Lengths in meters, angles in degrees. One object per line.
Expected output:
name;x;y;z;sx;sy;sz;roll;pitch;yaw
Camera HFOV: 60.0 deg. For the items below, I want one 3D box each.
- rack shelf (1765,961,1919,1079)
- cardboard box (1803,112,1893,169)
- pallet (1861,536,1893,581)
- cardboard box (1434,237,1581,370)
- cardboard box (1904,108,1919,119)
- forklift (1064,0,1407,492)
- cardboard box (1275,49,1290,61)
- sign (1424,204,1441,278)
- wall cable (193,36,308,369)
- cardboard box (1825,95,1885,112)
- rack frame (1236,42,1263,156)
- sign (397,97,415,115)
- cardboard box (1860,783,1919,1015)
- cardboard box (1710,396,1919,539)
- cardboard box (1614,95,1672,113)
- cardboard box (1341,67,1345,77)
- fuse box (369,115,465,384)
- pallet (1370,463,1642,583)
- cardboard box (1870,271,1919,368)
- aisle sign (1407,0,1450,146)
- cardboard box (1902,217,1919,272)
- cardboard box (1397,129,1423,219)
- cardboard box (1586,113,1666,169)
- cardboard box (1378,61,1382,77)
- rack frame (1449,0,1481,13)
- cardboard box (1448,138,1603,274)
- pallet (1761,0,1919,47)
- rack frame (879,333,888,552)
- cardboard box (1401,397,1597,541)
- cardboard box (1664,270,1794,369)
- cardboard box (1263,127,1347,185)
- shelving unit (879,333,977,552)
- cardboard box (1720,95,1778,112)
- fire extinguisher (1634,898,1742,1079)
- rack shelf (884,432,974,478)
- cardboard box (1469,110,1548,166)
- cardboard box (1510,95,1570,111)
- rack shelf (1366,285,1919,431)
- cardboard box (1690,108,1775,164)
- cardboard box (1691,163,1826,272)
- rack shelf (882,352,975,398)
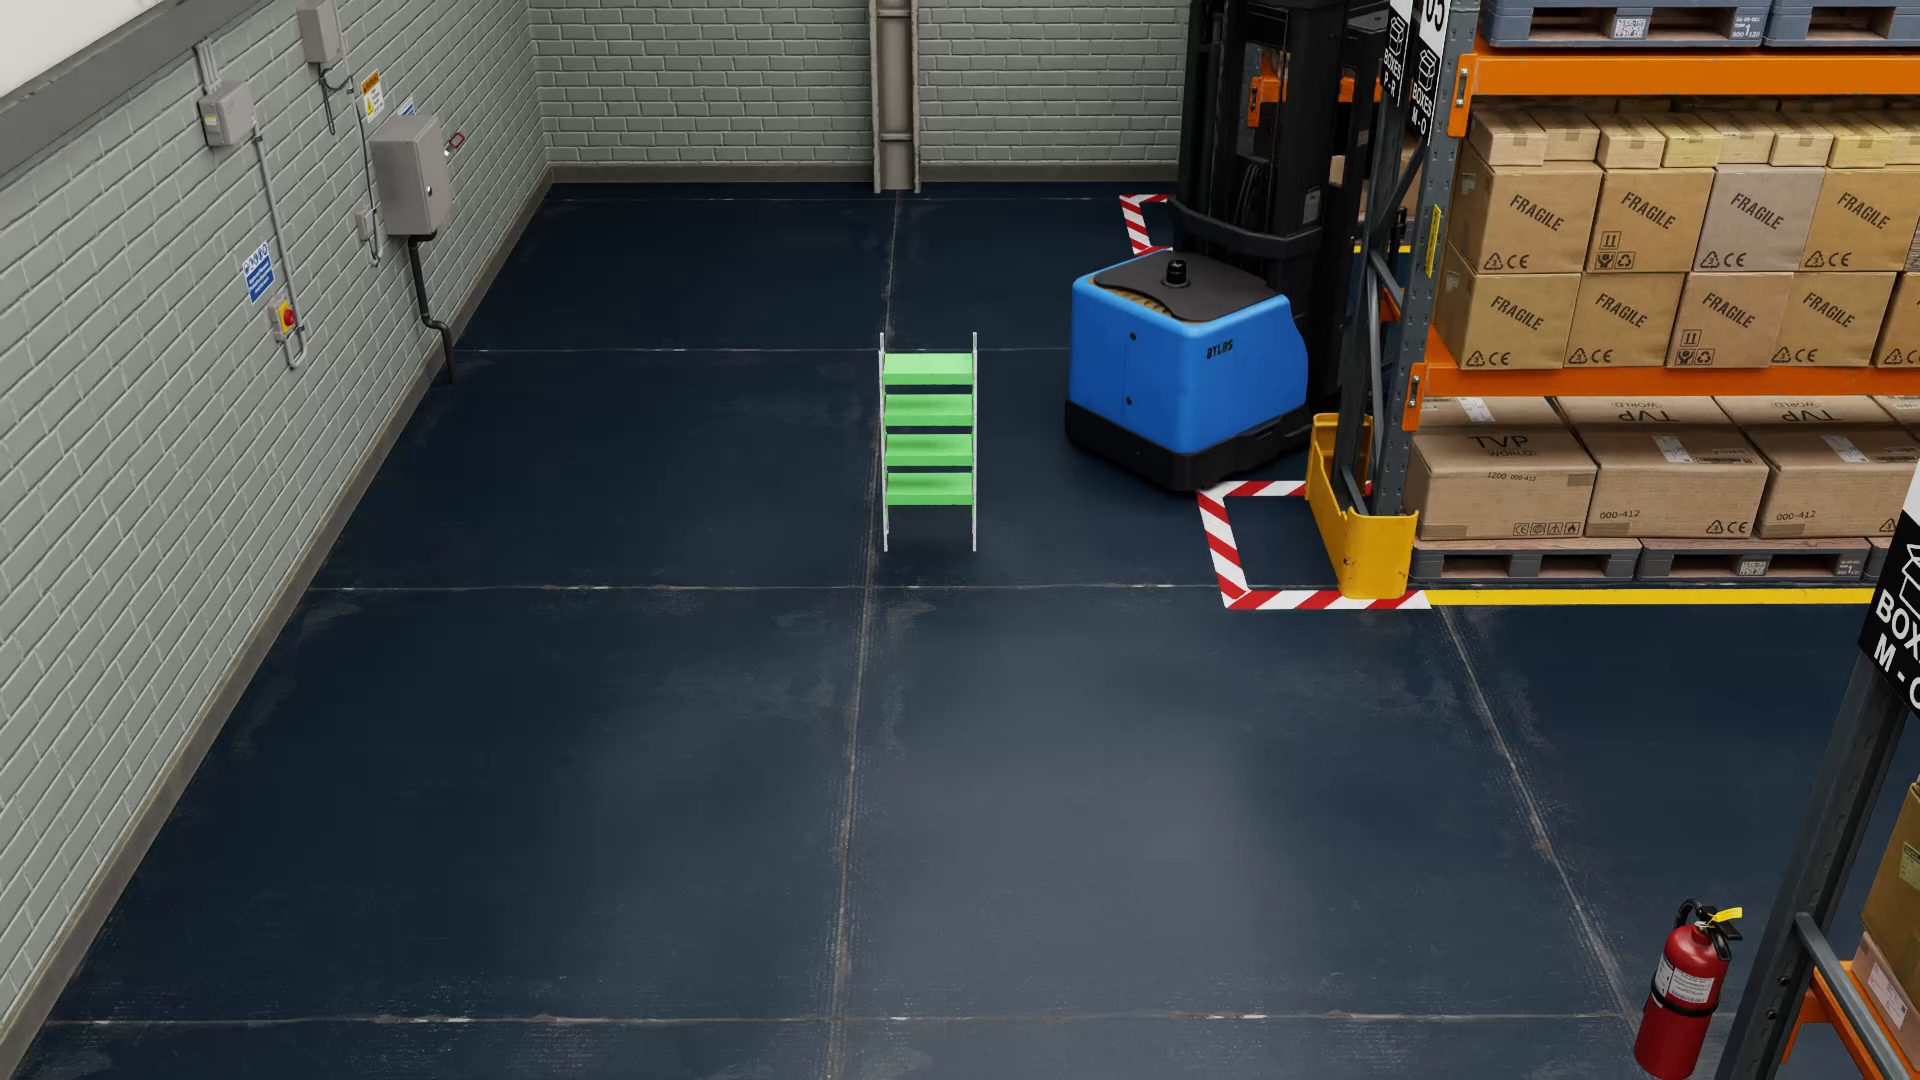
rack shelf;4.332;1.595;4.424;4.000;0.370;1.077;0;31;0
cardboard box;4.109;-1.862;7.742;0.250;0.149;0.380;-1;31;-1
pallet;5.440;-0.133;9.265;1.213;0.211;1.003;0;31;0
cardboard box;2.683;-1.169;8.189;0.500;0.500;0.500;0;31;-1
cardboard box;4.616;-1.897;7.799;0.250;0.149;0.380;-1;31;-1
forklift;2.090;-2.162;9.987;3.031;2.935;1.130;-24;39;-34
cardboard box;2.623;-3.773;12.435;0.500;0.250;0.500;0;31;0
sign;2.199;-1.390;7.739;0.005;0.325;0.100;0;31;0
wall cable;-3.437;-1.692;8.137;0.123;1.953;0.585;0;31;0
cardboard box;4.361;-2.173;8.254;0.250;0.149;0.380;0;31;0
rack frame;2.167;-3.849;12.702;0.127;3.000;1.000;0;31;0
sign;-3.514;-2.549;10.652;0.001;0.494;0.329;0;31;0
cardboard box;2.780;0.988;4.346;0.500;0.500;0.500;0;31;1
cardboard box;4.677;-0.421;9.118;0.875;0.438;0.875;-1;31;-2
cardboard box;3.322;-2.164;8.239;0.250;0.149;0.380;1;31;1
cardboard box;2.752;-3.625;12.575;0.250;0.149;0.380;1;31;1
fuse box;-3.304;-1.784;10.540;0.414;1.711;0.539;0;31;0
pallet;3.000;-0.125;9.252;1.213;0.211;1.003;0;31;0
cardboard box;4.722;-1.182;8.209;0.500;0.500;0.500;-1;31;-1
aisle sign;2.131;-2.235;7.535;0.004;0.787;0.394;0;31;0
cardboard box;4.714;-1.608;7.949;0.500;0.500;0.500;0;31;0
cardboard box;3.635;-2.895;13.134;0.500;0.500;0.700;1;31;2
cardboard box;3.080;-1.858;7.735;0.250;0.149;0.380;1;31;1
cardboard box;3.268;-3.613;12.555;0.250;0.149;0.380;1;31;1
rack frame;2.201;-3.839;6.902;0.127;3.000;1.000;0;31;0
cardboard box;2.683;-1.598;7.932;0.500;0.500;0.500;-1;31;-1
pallet;4.166;-2.532;7.725;1.213;0.211;1.003;0;31;0
rack frame;-0.410;-0.512;8.937;0.015;1.200;0.240;0;31;0
cardboard box;2.861;-0.412;9.103;0.875;0.438;0.875;-1;31;-2
cardboard box;3.697;-1.178;8.203;0.500;0.500;0.500;0;31;-1
cardboard box;2.780;-2.914;13.162;0.637;0.503;0.797;-1;31;-2
shelving unit;-0.166;-0.512;8.938;0.503;1.200;0.258;0;31;0
cardboard box;3.835;-2.159;8.231;0.250;0.149;0.380;1;31;1
fire extinguisher;2.077;1.247;4.737;0.183;0.674;0.296;0;31;0
rack shelf;-0.166;-0.458;8.971;0.480;0.148;0.258;0;31;0
cardboard box;2.558;-1.879;7.770;0.250;0.149;0.380;0;31;1
cardboard box;2.813;-2.140;8.199;0.250;0.149;0.380;0;31;1
rack shelf;4.201;-0.973;8.655;4.000;0.370;1.077;0;31;0
cardboard box;3.605;-1.897;7.798;0.250;0.149;0.380;0;31;0
cardboard box;3.714;-1.609;7.950;0.500;0.500;0.500;0;31;-1
rack shelf;-0.166;-0.868;8.722;0.480;0.148;0.258;0;31;0
